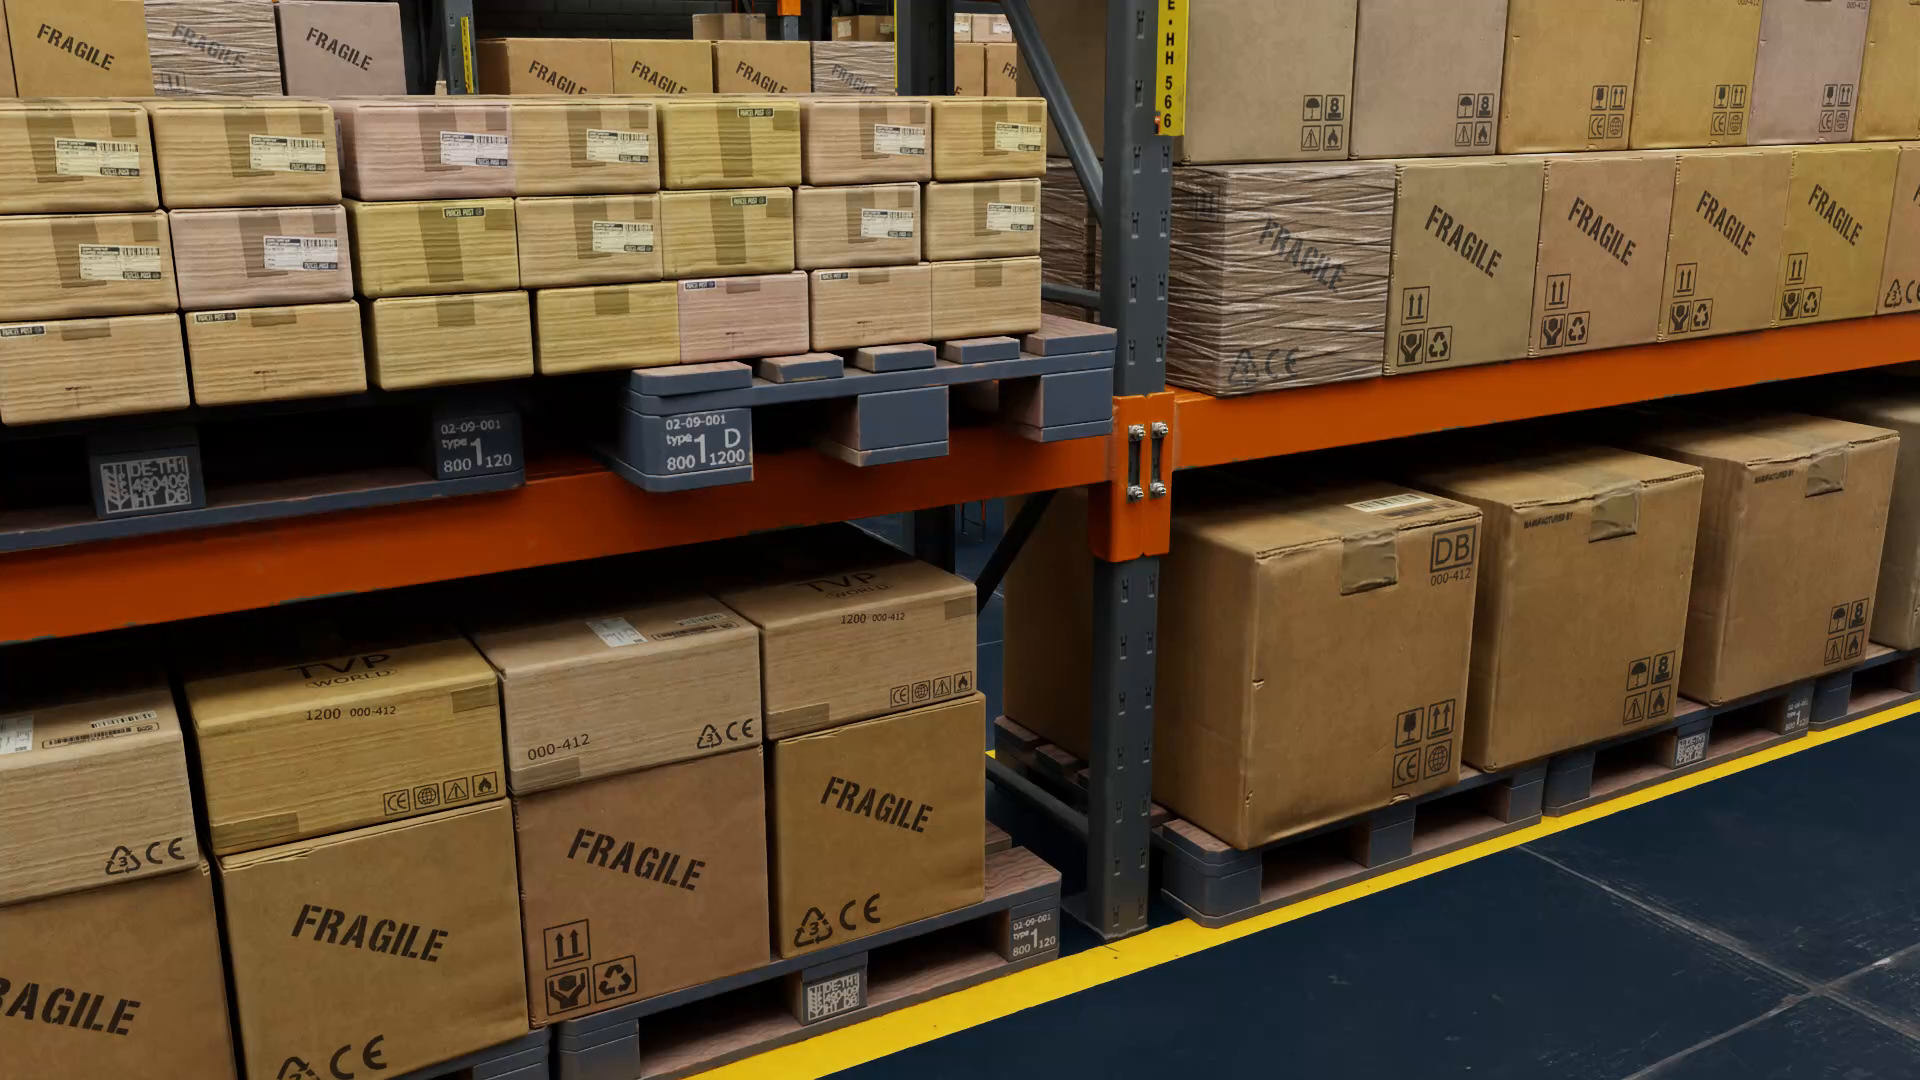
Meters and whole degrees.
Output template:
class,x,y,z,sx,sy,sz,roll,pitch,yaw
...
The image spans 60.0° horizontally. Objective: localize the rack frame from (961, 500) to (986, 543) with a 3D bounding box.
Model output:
class,x,y,z,sx,sy,sz,roll,pitch,yaw
rack frame,0.059,-0.515,7.302,0.008,1.050,0.200,-9,18,-30

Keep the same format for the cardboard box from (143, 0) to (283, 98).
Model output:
class,x,y,z,sx,sy,sz,roll,pitch,yaw
cardboard box,-3.235,-2.058,7.158,0.500,0.500,0.500,-9,18,-29

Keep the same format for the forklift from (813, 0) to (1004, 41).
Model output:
class,x,y,z,sx,sy,sz,roll,pitch,yaw
forklift,-0.303,-2.943,12.479,1.130,2.935,3.031,11,19,35

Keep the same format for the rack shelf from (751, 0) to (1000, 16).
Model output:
class,x,y,z,sx,sy,sz,roll,pitch,yaw
rack shelf,0.093,-4.814,14.802,4.000,0.370,1.077,-9,18,-30

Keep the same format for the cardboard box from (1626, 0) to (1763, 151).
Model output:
class,x,y,z,sx,sy,sz,roll,pitch,yaw
cardboard box,1.845,-1.406,4.832,0.500,0.500,0.700,-9,18,-30

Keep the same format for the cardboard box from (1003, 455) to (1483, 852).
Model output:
class,x,y,z,sx,sy,sz,roll,pitch,yaw
cardboard box,0.714,0.214,4.479,0.750,0.750,1.050,-9,18,-30

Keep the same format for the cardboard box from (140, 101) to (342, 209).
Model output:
class,x,y,z,sx,sy,sz,roll,pitch,yaw
cardboard box,-1.148,-0.617,2.640,0.250,0.149,0.380,-8,18,-27

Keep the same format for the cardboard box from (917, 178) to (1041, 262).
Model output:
class,x,y,z,sx,sy,sz,roll,pitch,yaw
cardboard box,-0.044,-0.654,3.320,0.250,0.149,0.380,-9,18,-29

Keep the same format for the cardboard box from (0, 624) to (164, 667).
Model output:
class,x,y,z,sx,sy,sz,roll,pitch,yaw
cardboard box,-1.882,0.286,3.296,0.500,0.250,0.500,-10,19,-32

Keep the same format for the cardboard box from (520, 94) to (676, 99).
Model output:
class,x,y,z,sx,sy,sz,roll,pitch,yaw
cardboard box,-0.792,-0.880,3.578,0.250,0.149,0.380,-9,18,-30

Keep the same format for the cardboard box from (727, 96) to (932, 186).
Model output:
class,x,y,z,sx,sy,sz,roll,pitch,yaw
cardboard box,-0.255,-0.762,3.157,0.250,0.149,0.380,-9,18,-30

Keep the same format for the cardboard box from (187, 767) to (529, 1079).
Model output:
class,x,y,z,sx,sy,sz,roll,pitch,yaw
cardboard box,-1.176,0.699,3.213,0.500,0.500,0.500,-10,19,-32

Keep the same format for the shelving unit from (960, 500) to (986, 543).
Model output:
class,x,y,z,sx,sy,sz,roll,pitch,yaw
shelving unit,-0.046,-0.498,7.242,0.252,1.050,0.215,-9,18,-30

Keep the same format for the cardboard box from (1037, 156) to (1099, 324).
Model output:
class,x,y,z,sx,sy,sz,roll,pitch,yaw
cardboard box,0.393,-0.776,4.436,0.500,0.500,0.500,-9,18,-30

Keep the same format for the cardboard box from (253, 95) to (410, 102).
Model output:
class,x,y,z,sx,sy,sz,roll,pitch,yaw
cardboard box,-1.250,-0.806,3.312,0.250,0.149,0.380,-8,18,-27

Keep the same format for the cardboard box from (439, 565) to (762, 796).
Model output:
class,x,y,z,sx,sy,sz,roll,pitch,yaw
cardboard box,-0.733,0.266,3.369,0.500,0.250,0.500,-9,18,-29

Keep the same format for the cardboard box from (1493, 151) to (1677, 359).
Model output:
class,x,y,z,sx,sy,sz,roll,pitch,yaw
cardboard box,1.536,-0.793,4.495,0.500,0.500,0.500,-9,18,-30

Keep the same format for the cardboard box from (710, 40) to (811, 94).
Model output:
class,x,y,z,sx,sy,sz,roll,pitch,yaw
cardboard box,-1.091,-2.286,8.495,0.500,0.500,0.500,-9,18,-29

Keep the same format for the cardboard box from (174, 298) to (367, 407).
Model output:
class,x,y,z,sx,sy,sz,roll,pitch,yaw
cardboard box,-1.143,-0.332,2.726,0.250,0.149,0.380,-9,18,-28

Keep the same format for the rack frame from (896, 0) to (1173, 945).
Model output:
class,x,y,z,sx,sy,sz,roll,pitch,yaw
rack frame,0.145,-0.603,4.004,0.127,3.000,1.000,-9,18,-30

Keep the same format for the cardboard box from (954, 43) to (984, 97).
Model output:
class,x,y,z,sx,sy,sz,roll,pitch,yaw
cardboard box,-0.209,-2.427,8.997,0.500,0.500,0.500,-9,18,-28

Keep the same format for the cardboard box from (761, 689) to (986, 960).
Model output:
class,x,y,z,sx,sy,sz,roll,pitch,yaw
cardboard box,-0.284,0.550,3.743,0.500,0.500,0.500,-9,18,-30

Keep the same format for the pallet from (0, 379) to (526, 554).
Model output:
class,x,y,z,sx,sy,sz,roll,pitch,yaw
pallet,-1.530,-0.226,3.015,1.213,0.211,1.003,-9,18,-30

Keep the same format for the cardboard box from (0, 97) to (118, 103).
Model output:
class,x,y,z,sx,sy,sz,roll,pitch,yaw
cardboard box,-1.692,-0.735,3.058,0.250,0.149,0.380,-10,18,-30

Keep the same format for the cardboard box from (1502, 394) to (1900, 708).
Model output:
class,x,y,z,sx,sy,sz,roll,pitch,yaw
cardboard box,2.260,-0.038,5.377,0.750,0.750,1.050,-9,18,-30

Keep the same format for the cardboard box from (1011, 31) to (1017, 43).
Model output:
class,x,y,z,sx,sy,sz,roll,pitch,yaw
cardboard box,0.353,-3.013,9.884,0.250,0.149,0.380,-9,18,-30

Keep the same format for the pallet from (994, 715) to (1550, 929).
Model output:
class,x,y,z,sx,sy,sz,roll,pitch,yaw
pallet,0.860,0.647,4.709,1.213,0.211,1.003,-9,18,-30

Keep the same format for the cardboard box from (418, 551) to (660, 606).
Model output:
class,x,y,z,sx,sy,sz,roll,pitch,yaw
cardboard box,-1.005,0.148,3.790,0.500,0.250,0.500,-9,18,-30

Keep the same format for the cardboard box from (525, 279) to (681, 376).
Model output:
class,x,y,z,sx,sy,sz,roll,pitch,yaw
cardboard box,-0.690,-0.406,2.987,0.250,0.149,0.380,-9,18,-30

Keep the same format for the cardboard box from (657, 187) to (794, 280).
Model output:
class,x,y,z,sx,sy,sz,roll,pitch,yaw
cardboard box,-0.496,-0.579,3.054,0.250,0.149,0.380,-9,18,-28

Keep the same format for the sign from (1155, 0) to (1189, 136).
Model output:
class,x,y,z,sx,sy,sz,roll,pitch,yaw
sign,0.433,-0.998,3.415,0.005,0.325,0.100,-9,18,-30

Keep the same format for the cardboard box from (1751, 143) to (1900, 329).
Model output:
class,x,y,z,sx,sy,sz,roll,pitch,yaw
cardboard box,2.398,-0.932,4.994,0.500,0.500,0.500,-9,18,-29

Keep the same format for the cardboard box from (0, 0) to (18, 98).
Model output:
class,x,y,z,sx,sy,sz,roll,pitch,yaw
cardboard box,-4.101,-1.922,6.672,0.500,0.500,0.500,-10,18,-31

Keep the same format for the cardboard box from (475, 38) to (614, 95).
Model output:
class,x,y,z,sx,sy,sz,roll,pitch,yaw
cardboard box,-1.986,-2.137,7.961,0.500,0.500,0.500,-10,18,-31

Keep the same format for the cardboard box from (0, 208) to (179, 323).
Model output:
class,x,y,z,sx,sy,sz,roll,pitch,yaw
cardboard box,-1.369,-0.438,2.551,0.250,0.149,0.380,-10,18,-31

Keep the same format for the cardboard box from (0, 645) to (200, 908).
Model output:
class,x,y,z,sx,sy,sz,roll,pitch,yaw
cardboard box,-1.619,0.407,2.864,0.500,0.250,0.500,-8,18,-28

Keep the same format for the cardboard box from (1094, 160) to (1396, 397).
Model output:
class,x,y,z,sx,sy,sz,roll,pitch,yaw
cardboard box,0.669,-0.651,3.990,0.500,0.500,0.500,-9,18,-29

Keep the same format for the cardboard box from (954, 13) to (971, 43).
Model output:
class,x,y,z,sx,sy,sz,roll,pitch,yaw
cardboard box,-0.148,-2.738,8.902,0.250,0.149,0.380,-10,19,-32

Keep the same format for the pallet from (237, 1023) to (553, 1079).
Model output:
class,x,y,z,sx,sy,sz,roll,pitch,yaw
pallet,-1.570,1.016,3.393,1.213,0.211,1.003,-9,18,-30

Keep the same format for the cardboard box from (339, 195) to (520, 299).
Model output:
class,x,y,z,sx,sy,sz,roll,pitch,yaw
cardboard box,-0.925,-0.510,2.809,0.250,0.149,0.380,-9,18,-30

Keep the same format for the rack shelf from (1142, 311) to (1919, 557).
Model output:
class,x,y,z,sx,sy,sz,roll,pitch,yaw
rack shelf,1.860,-0.535,5.093,4.000,0.370,1.077,-9,18,-30

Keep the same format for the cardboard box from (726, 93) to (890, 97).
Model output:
class,x,y,z,sx,sy,sz,roll,pitch,yaw
cardboard box,-0.354,-0.951,3.830,0.250,0.149,0.380,-9,18,-30

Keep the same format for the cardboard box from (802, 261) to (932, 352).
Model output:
class,x,y,z,sx,sy,sz,roll,pitch,yaw
cardboard box,-0.254,-0.475,3.236,0.250,0.149,0.380,-9,18,-30

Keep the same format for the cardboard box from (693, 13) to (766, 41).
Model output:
class,x,y,z,sx,sy,sz,roll,pitch,yaw
cardboard box,-1.233,-2.733,8.886,0.250,0.149,0.380,-10,19,-32

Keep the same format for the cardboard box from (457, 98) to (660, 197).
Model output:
class,x,y,z,sx,sy,sz,roll,pitch,yaw
cardboard box,-0.707,-0.688,2.892,0.250,0.149,0.380,-9,18,-28

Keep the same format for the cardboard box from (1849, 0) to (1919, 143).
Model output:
class,x,y,z,sx,sy,sz,roll,pitch,yaw
cardboard box,2.712,-1.546,5.331,0.500,0.500,0.700,-10,18,-31

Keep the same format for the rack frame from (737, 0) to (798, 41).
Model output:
class,x,y,z,sx,sy,sz,roll,pitch,yaw
rack frame,-1.621,-3.438,14.118,0.127,3.000,1.000,-9,18,-30

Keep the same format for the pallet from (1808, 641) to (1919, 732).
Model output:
class,x,y,z,sx,sy,sz,roll,pitch,yaw
pallet,2.952,0.308,5.919,1.213,0.211,1.003,-9,18,-30

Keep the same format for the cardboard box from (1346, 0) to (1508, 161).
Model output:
class,x,y,z,sx,sy,sz,roll,pitch,yaw
cardboard box,0.968,-1.263,4.322,0.500,0.500,0.700,-10,18,-31
